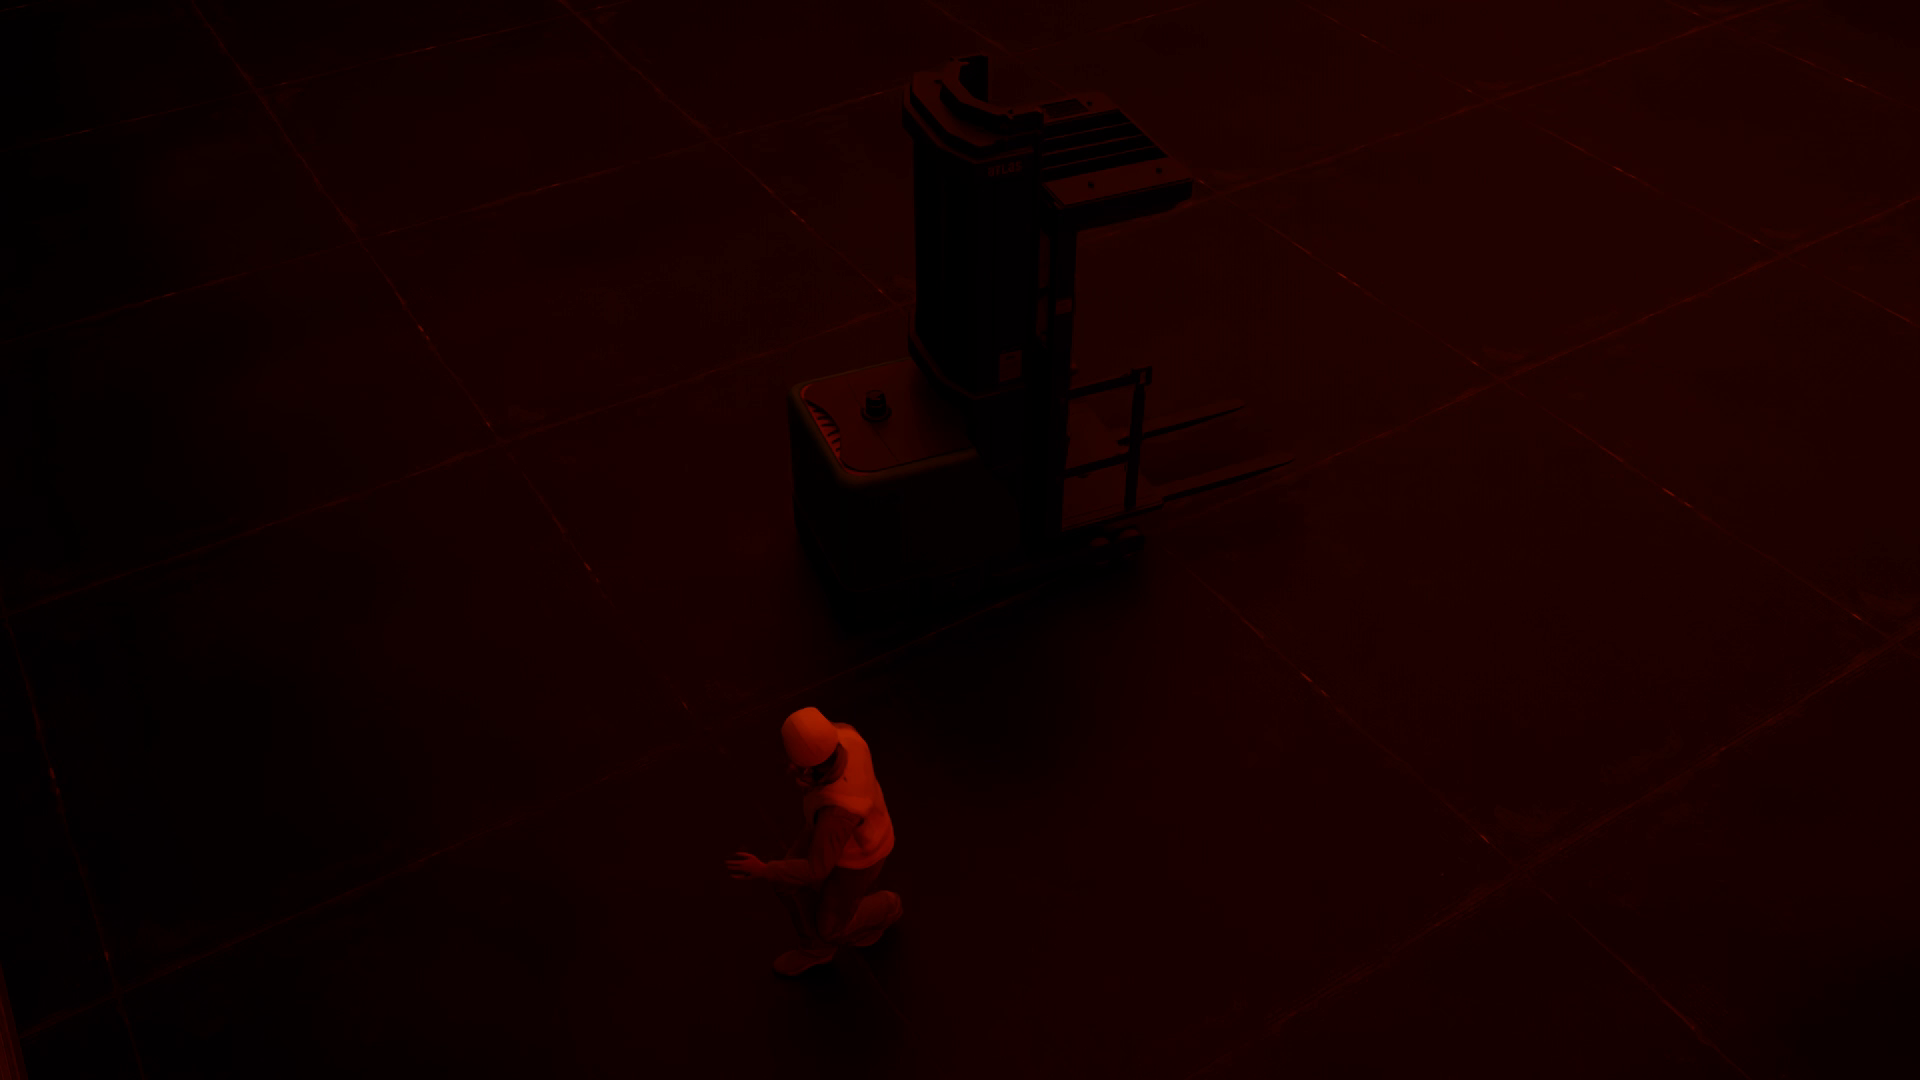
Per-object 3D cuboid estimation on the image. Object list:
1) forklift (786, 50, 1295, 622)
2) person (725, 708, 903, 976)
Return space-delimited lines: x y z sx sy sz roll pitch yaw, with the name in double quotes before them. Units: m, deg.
"forklift" 0.562 -1.262 9.315 3.031 2.935 1.130 -15 43 -17
"person" -0.672 1.295 7.375 0.815 1.642 0.856 -14 43 -15
